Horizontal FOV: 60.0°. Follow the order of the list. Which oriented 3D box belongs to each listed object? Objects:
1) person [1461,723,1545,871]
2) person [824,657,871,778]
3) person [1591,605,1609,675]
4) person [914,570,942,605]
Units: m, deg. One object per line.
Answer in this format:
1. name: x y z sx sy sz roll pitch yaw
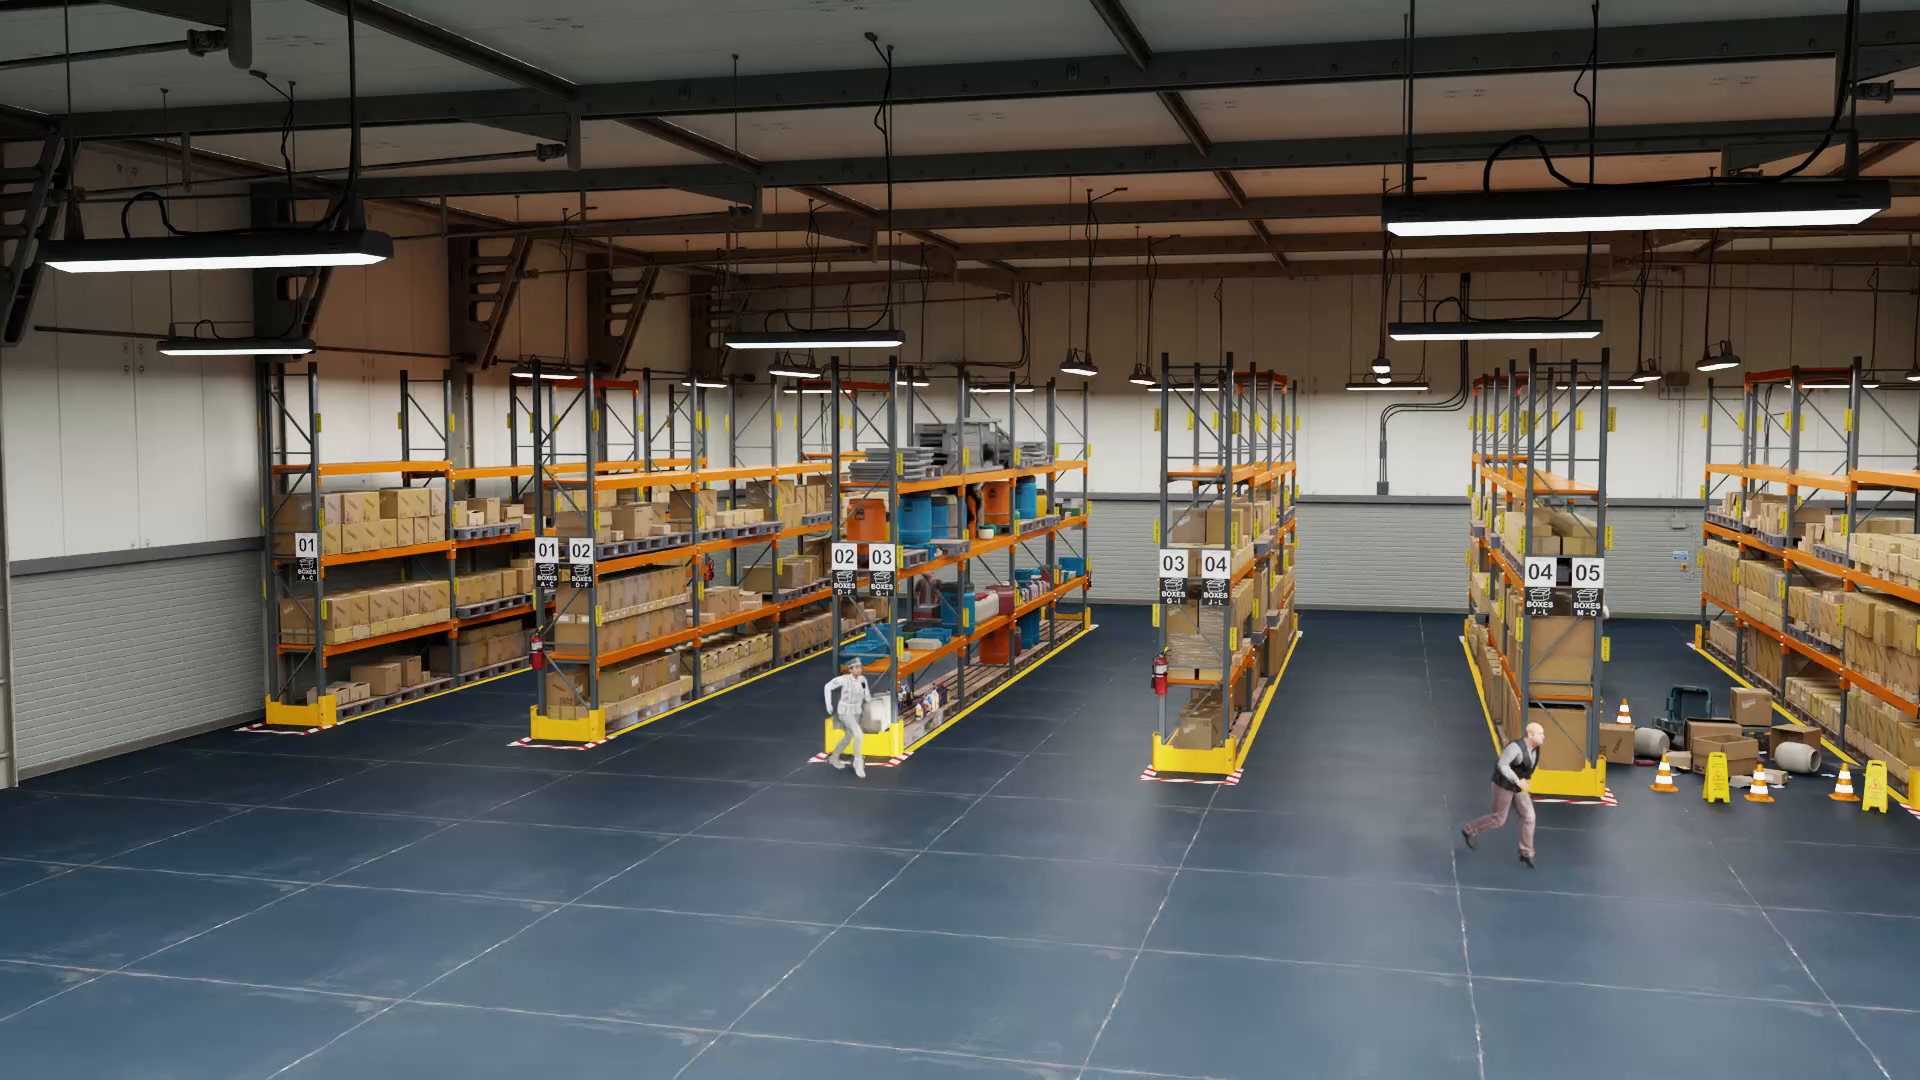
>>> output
1. person: 6.209 2.867 18.955 0.669 1.681 0.972 -4 6 -44
2. person: -1.572 2.505 23.635 0.636 1.722 0.791 -4 6 -45
3. person: 12.523 1.810 33.087 0.692 1.724 0.582 1 4 12
4. person: -0.717 1.479 37.783 0.707 1.725 0.668 0 4 4
